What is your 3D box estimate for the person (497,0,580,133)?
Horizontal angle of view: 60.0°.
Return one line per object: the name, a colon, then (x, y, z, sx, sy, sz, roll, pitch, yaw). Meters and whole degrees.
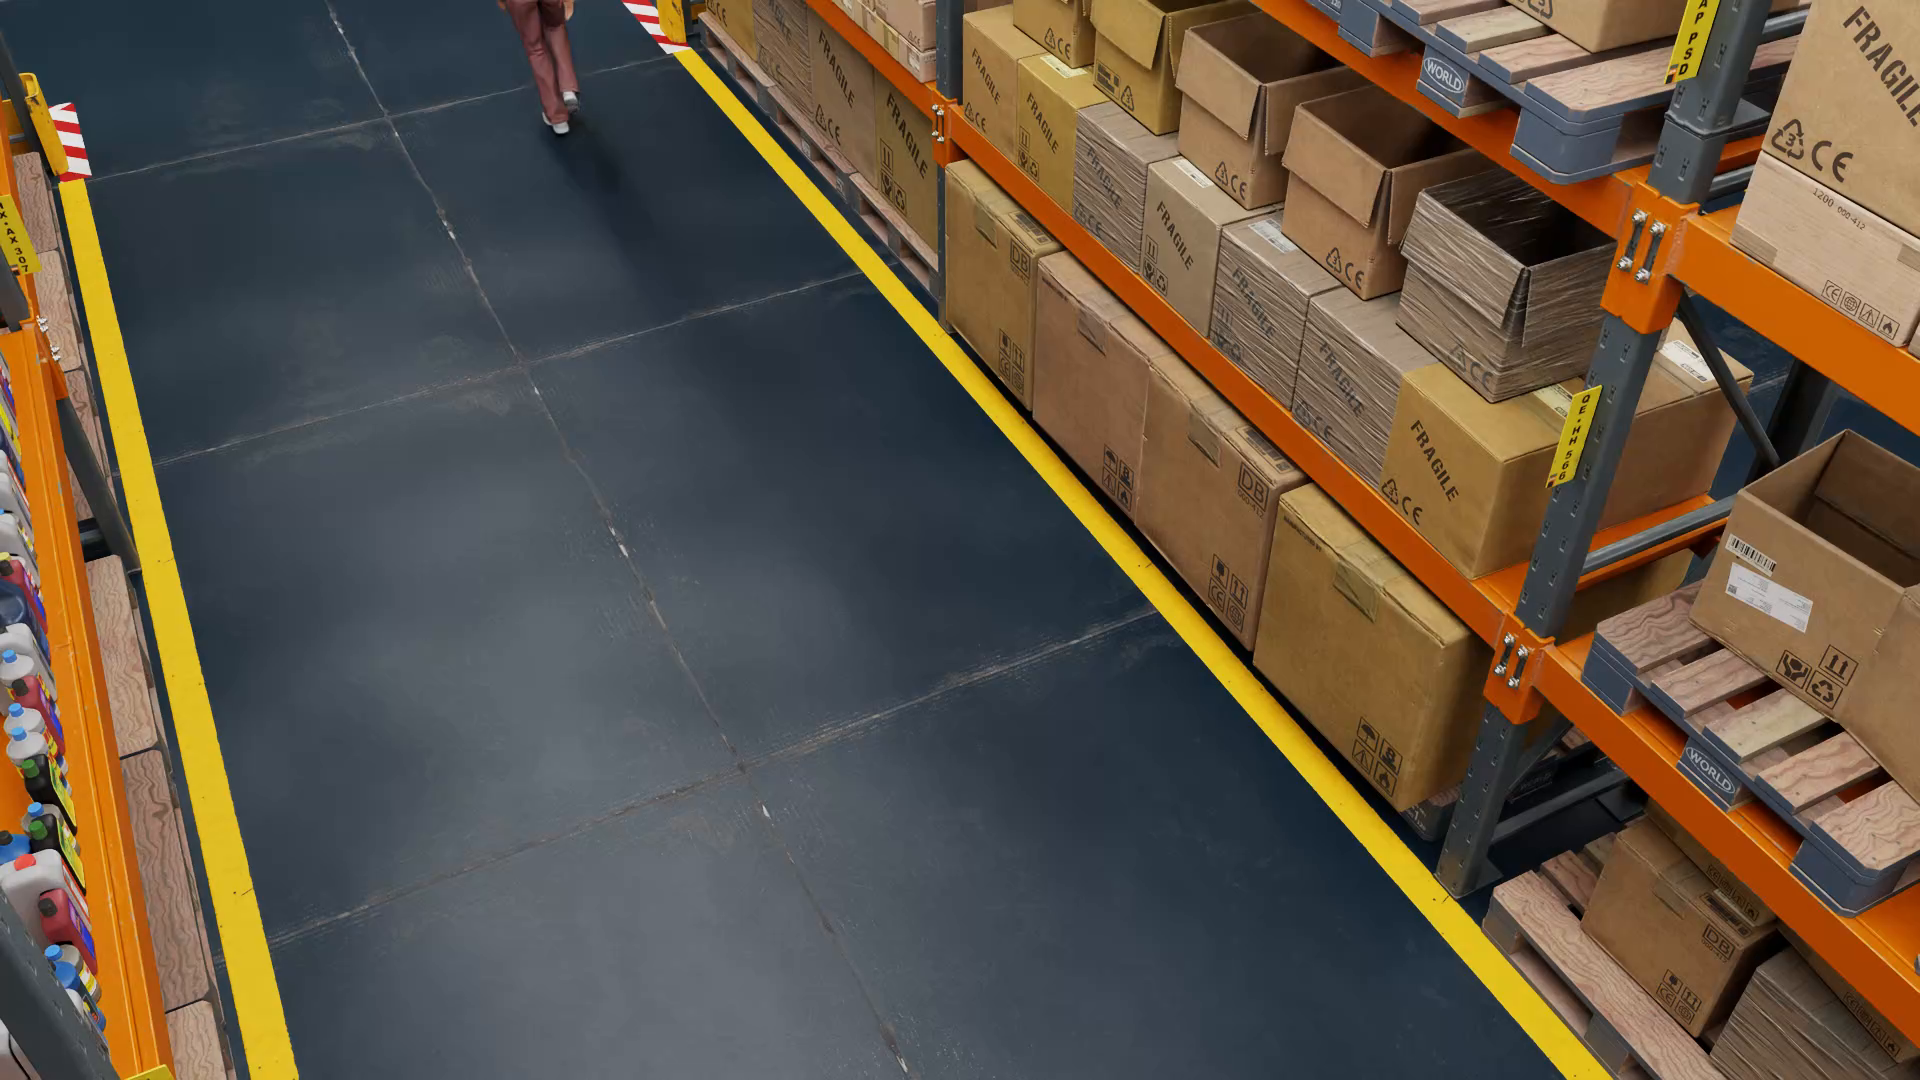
person: (-2.525, -3.233, 9.813, 0.442, 1.685, 0.470, -19, 45, -20)
